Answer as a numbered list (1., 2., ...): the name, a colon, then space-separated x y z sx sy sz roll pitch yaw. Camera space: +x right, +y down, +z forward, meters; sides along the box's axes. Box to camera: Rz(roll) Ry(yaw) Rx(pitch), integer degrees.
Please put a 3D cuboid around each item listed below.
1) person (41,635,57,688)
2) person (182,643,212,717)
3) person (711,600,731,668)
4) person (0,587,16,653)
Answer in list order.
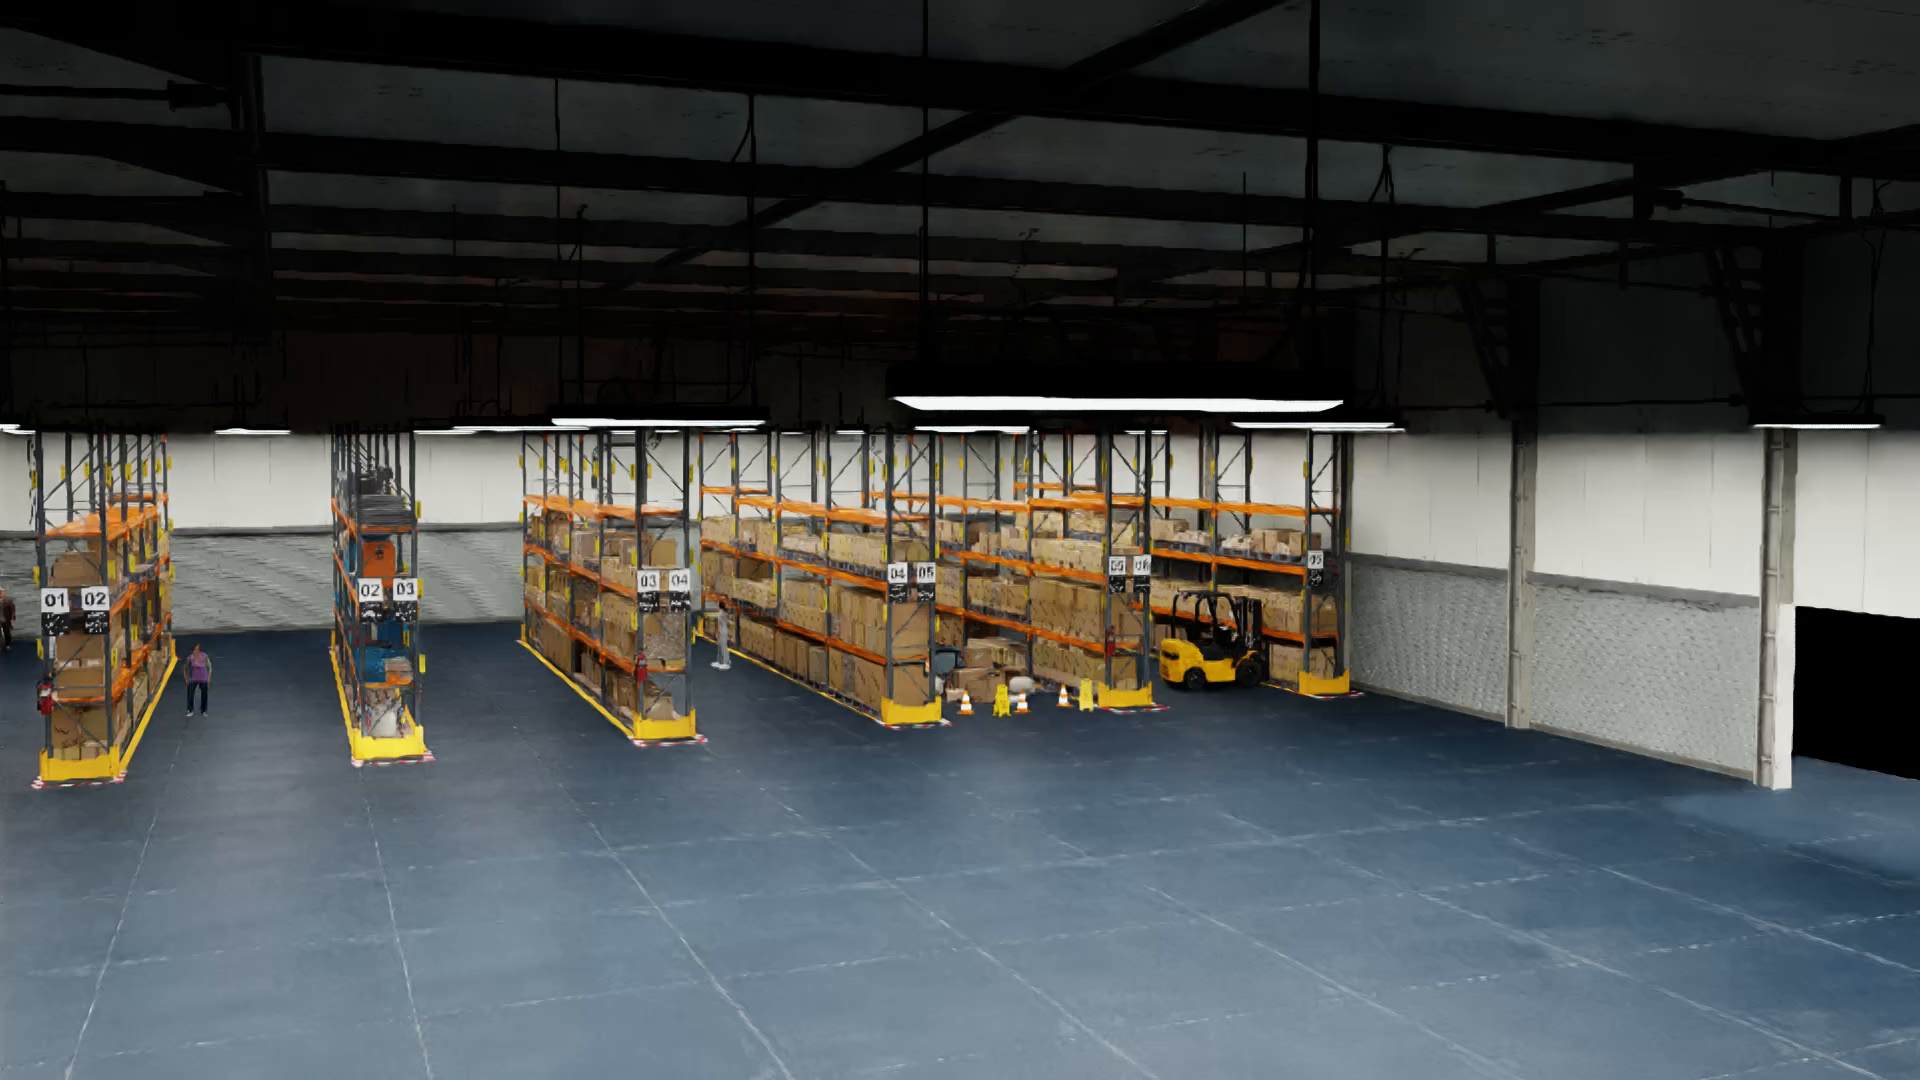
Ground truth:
1. person: -20.201 2.550 37.094 0.542 1.675 1.126 -1 4 -20
2. person: -15.494 2.848 33.783 0.566 1.541 0.519 -2 4 -25
3. person: -5.907 2.309 41.023 0.569 1.668 0.562 0 4 7
4. person: -25.358 2.104 44.072 0.603 1.724 1.111 -2 4 -23
